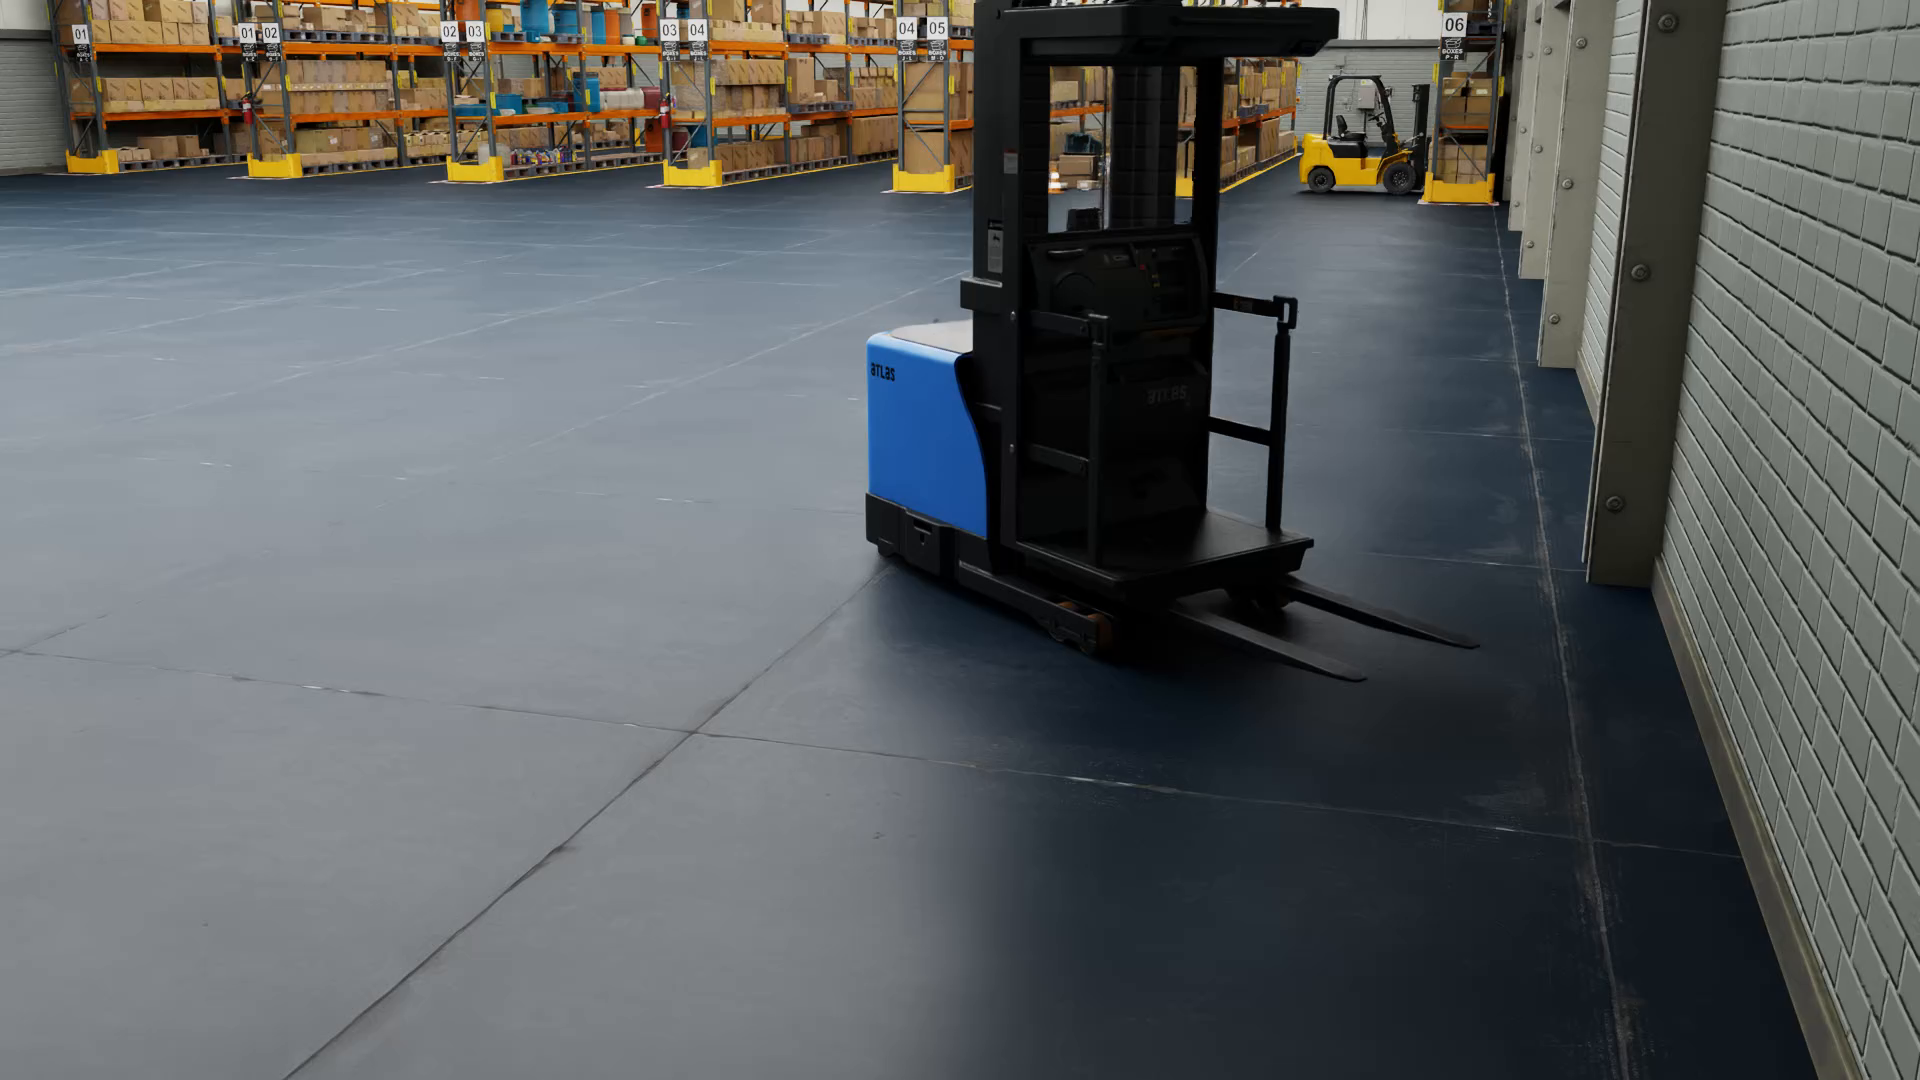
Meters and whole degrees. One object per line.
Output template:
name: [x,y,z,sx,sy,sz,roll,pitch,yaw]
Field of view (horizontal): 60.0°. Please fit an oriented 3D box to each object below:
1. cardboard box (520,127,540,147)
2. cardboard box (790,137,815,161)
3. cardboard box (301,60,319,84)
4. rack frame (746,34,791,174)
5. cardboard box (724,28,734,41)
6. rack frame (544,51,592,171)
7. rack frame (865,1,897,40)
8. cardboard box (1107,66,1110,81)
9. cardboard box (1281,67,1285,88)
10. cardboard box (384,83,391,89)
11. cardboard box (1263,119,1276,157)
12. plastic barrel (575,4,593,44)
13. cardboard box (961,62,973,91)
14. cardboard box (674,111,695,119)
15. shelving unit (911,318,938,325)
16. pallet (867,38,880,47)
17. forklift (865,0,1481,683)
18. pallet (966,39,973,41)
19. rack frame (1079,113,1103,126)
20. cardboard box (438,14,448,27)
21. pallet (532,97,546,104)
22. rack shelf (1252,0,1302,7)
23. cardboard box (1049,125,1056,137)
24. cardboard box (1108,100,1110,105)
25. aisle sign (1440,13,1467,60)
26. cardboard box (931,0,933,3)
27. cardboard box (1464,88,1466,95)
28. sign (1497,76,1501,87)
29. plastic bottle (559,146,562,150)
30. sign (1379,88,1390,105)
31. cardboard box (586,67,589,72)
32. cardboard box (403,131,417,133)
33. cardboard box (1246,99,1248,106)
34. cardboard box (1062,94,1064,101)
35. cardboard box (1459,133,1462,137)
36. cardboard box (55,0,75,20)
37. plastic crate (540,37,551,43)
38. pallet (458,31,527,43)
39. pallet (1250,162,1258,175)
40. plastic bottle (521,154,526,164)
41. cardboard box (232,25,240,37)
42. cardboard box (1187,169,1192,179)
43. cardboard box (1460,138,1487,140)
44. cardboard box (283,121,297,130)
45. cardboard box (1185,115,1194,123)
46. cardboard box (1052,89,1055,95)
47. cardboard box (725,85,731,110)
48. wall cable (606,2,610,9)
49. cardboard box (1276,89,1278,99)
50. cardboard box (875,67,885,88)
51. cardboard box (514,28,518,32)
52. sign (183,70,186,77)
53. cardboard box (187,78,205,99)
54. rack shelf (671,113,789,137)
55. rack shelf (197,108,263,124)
cardboard box: [-11.805,-10.979,45.314,0.500,0.500,0.500,4,16,14]
cardboard box: [-3.775,-9.090,38.654,0.700,0.500,0.500,3,16,11]
cardboard box: [-14.612,-10.320,36.655,0.700,0.500,0.500,4,16,14]
rack frame: [-4.283,-9.652,36.861,1.000,3.000,0.127,5,16,16]
cardboard box: [-4.894,-10.218,33.634,0.500,0.250,0.500,4,16,15]
rack frame: [-9.032,-10.036,38.215,1.000,3.000,0.127,5,16,16]
rack frame: [-2.009,-14.631,43.422,1.000,3.000,0.127,5,16,16]
cardboard box: [3.819,-12.781,45.332,0.500,0.500,0.500,4,16,14]
cardboard box: [7.860,-11.611,41.754,0.500,0.500,0.500,5,17,16]
cardboard box: [-13.652,-10.694,39.162,0.380,0.149,0.250,5,16,16]
cardboard box: [7.143,-9.751,40.335,0.875,0.875,0.875,5,17,17]
plastic barrel: [-8.909,-12.041,38.869,0.600,0.901,0.600,0,16,0]
cardboard box: [-0.193,-9.167,32.898,0.875,0.550,0.550,5,16,16]
cardboard box: [-5.536,-8.575,33.525,0.380,0.149,0.250,5,16,16]
shelving unit: [-0.099,-0.580,8.452,0.215,1.050,0.252,8,18,28]
pallet: [-2.699,-12.516,41.808,1.003,0.211,1.213,5,17,18]
forklift: [0.793,-1.096,6.823,1.130,2.935,3.031,-11,19,-33]
pallet: [0.657,-10.836,35.888,0.805,0.209,1.217,4,16,14]
rack frame: [3.854,-12.380,46.481,1.000,3.000,0.127,5,16,16]
cardboard box: [-15.510,-15.308,49.255,0.500,0.500,0.500,5,17,16]
pallet: [-11.838,-12.221,46.271,1.003,0.211,1.213,5,16,16]
rack shelf: [8.060,-13.847,42.710,1.077,0.370,4.000,5,16,16]
cardboard box: [2.009,-9.809,39.853,0.500,0.250,0.500,4,16,13]
cardboard box: [3.926,-12.090,45.918,0.380,0.149,0.250,5,16,16]
aisle sign: [8.542,-8.709,28.774,0.394,0.787,0.004,5,16,16]
cardboard box: [-0.705,-10.465,32.277,0.380,0.149,0.250,5,17,17]
cardboard box: [9.170,-8.321,30.799,0.380,0.149,0.250,5,16,16]
sign: [10.511,-8.911,32.519,0.100,0.325,0.005,5,16,16]
plastic bottle: [-9.076,-8.794,37.883,0.144,0.351,0.185,5,16,16]
sign: [12.714,-13.269,49.788,0.329,0.494,0.001,5,16,16]
cardboard box: [-10.956,-13.280,47.636,0.500,0.500,0.500,4,16,14]
cardboard box: [-13.653,-9.965,41.208,0.500,0.311,0.500,5,16,16]
cardboard box: [5.950,-9.358,35.516,0.380,0.149,0.250,5,17,16]
cardboard box: [2.351,-10.885,40.899,0.380,0.149,0.250,4,16,14]
cardboard box: [11.178,-9.146,37.699,0.380,0.149,0.250,4,16,14]
cardboard box: [-19.795,-11.873,37.142,0.500,0.500,0.500,5,17,18]
plastic crate: [-9.100,-10.901,36.251,0.243,0.136,0.396,5,16,16]
pallet: [-9.839,-10.551,34.879,1.003,0.211,1.213,5,16,16]
pallet: [6.132,-8.384,37.502,1.003,0.211,1.213,5,16,16]
plastic bottle: [-9.758,-8.515,37.176,0.097,0.201,0.097,0,16,0]
cardboard box: [-18.123,-12.704,41.520,0.500,0.311,0.500,5,17,18]
cardboard box: [4.576,-6.906,31.449,0.500,0.250,0.500,4,16,15]
cardboard box: [10.024,-7.716,32.473,0.500,0.250,0.500,5,17,17]
cardboard box: [-17.770,-10.884,43.605,0.500,0.250,0.500,5,17,17]
cardboard box: [4.377,-7.789,30.753,0.380,0.149,0.250,5,16,16]
cardboard box: [2.058,-10.764,39.927,0.380,0.149,0.250,4,16,14]
cardboard box: [-5.210,-9.079,34.111,0.875,0.500,0.500,5,16,16]
wall cable: [-10.576,-19.008,55.288,3.097,2.526,0.112,5,16,16]
cardboard box: [7.465,-10.879,40.547,0.500,0.250,0.500,5,17,17]
cardboard box: [-2.389,-11.929,42.869,0.797,0.503,0.637,5,17,16]
cardboard box: [-12.258,-13.345,44.201,0.910,0.500,0.500,5,16,16]
sign: [-19.063,-11.403,40.914,0.100,0.325,0.005,5,16,16]
cardboard box: [-18.504,-10.824,39.857,0.500,0.500,0.500,5,16,16]
rack shelf: [-4.851,-8.783,35.115,1.077,0.370,4.000,5,16,16]
rack shelf: [-17.962,-10.981,42.867,1.077,0.370,4.000,5,16,16]
